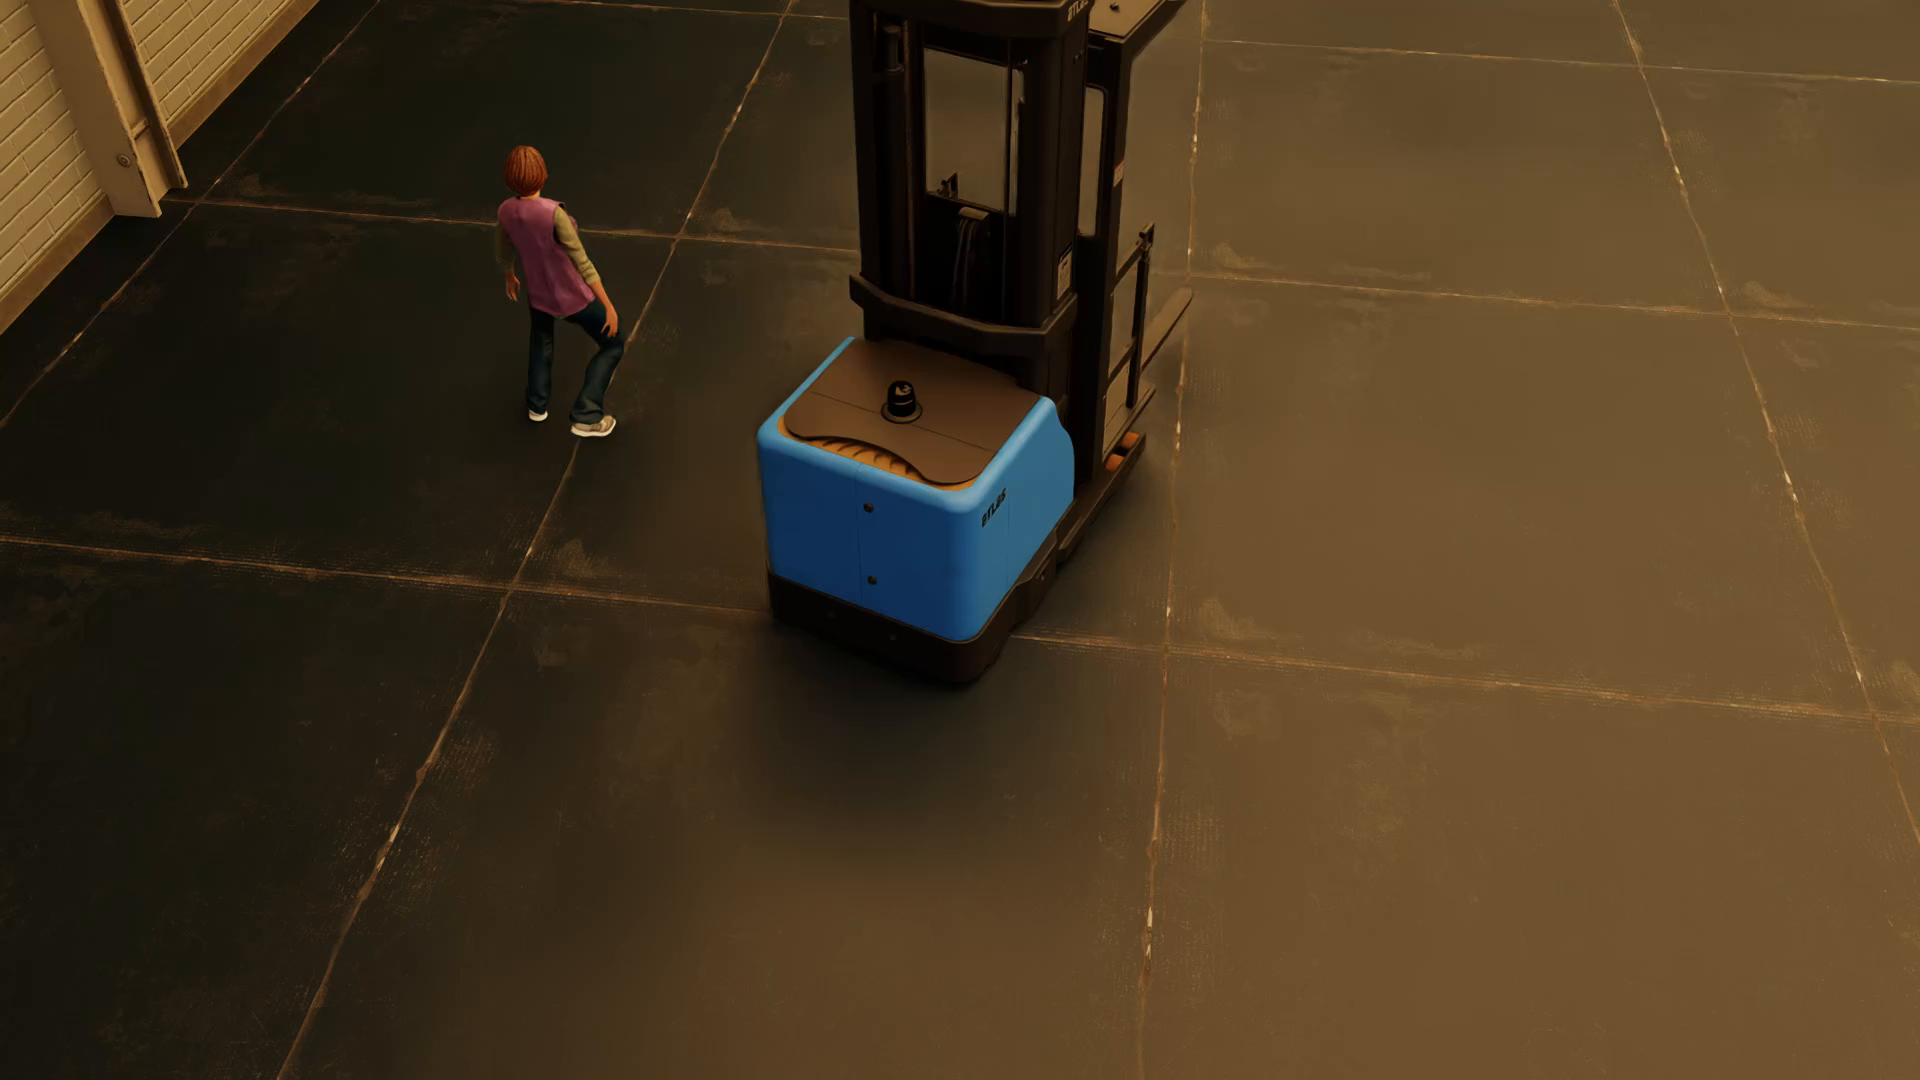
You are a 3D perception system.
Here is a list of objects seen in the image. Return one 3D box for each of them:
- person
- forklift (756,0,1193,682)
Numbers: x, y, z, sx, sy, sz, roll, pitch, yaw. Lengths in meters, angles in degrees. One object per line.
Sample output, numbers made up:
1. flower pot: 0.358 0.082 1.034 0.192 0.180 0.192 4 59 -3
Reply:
1. person: -1.942 -1.168 8.051 0.745 1.514 0.447 19 46 20
2. forklift: 0.272 -1.465 7.319 1.130 2.935 3.031 19 46 20
